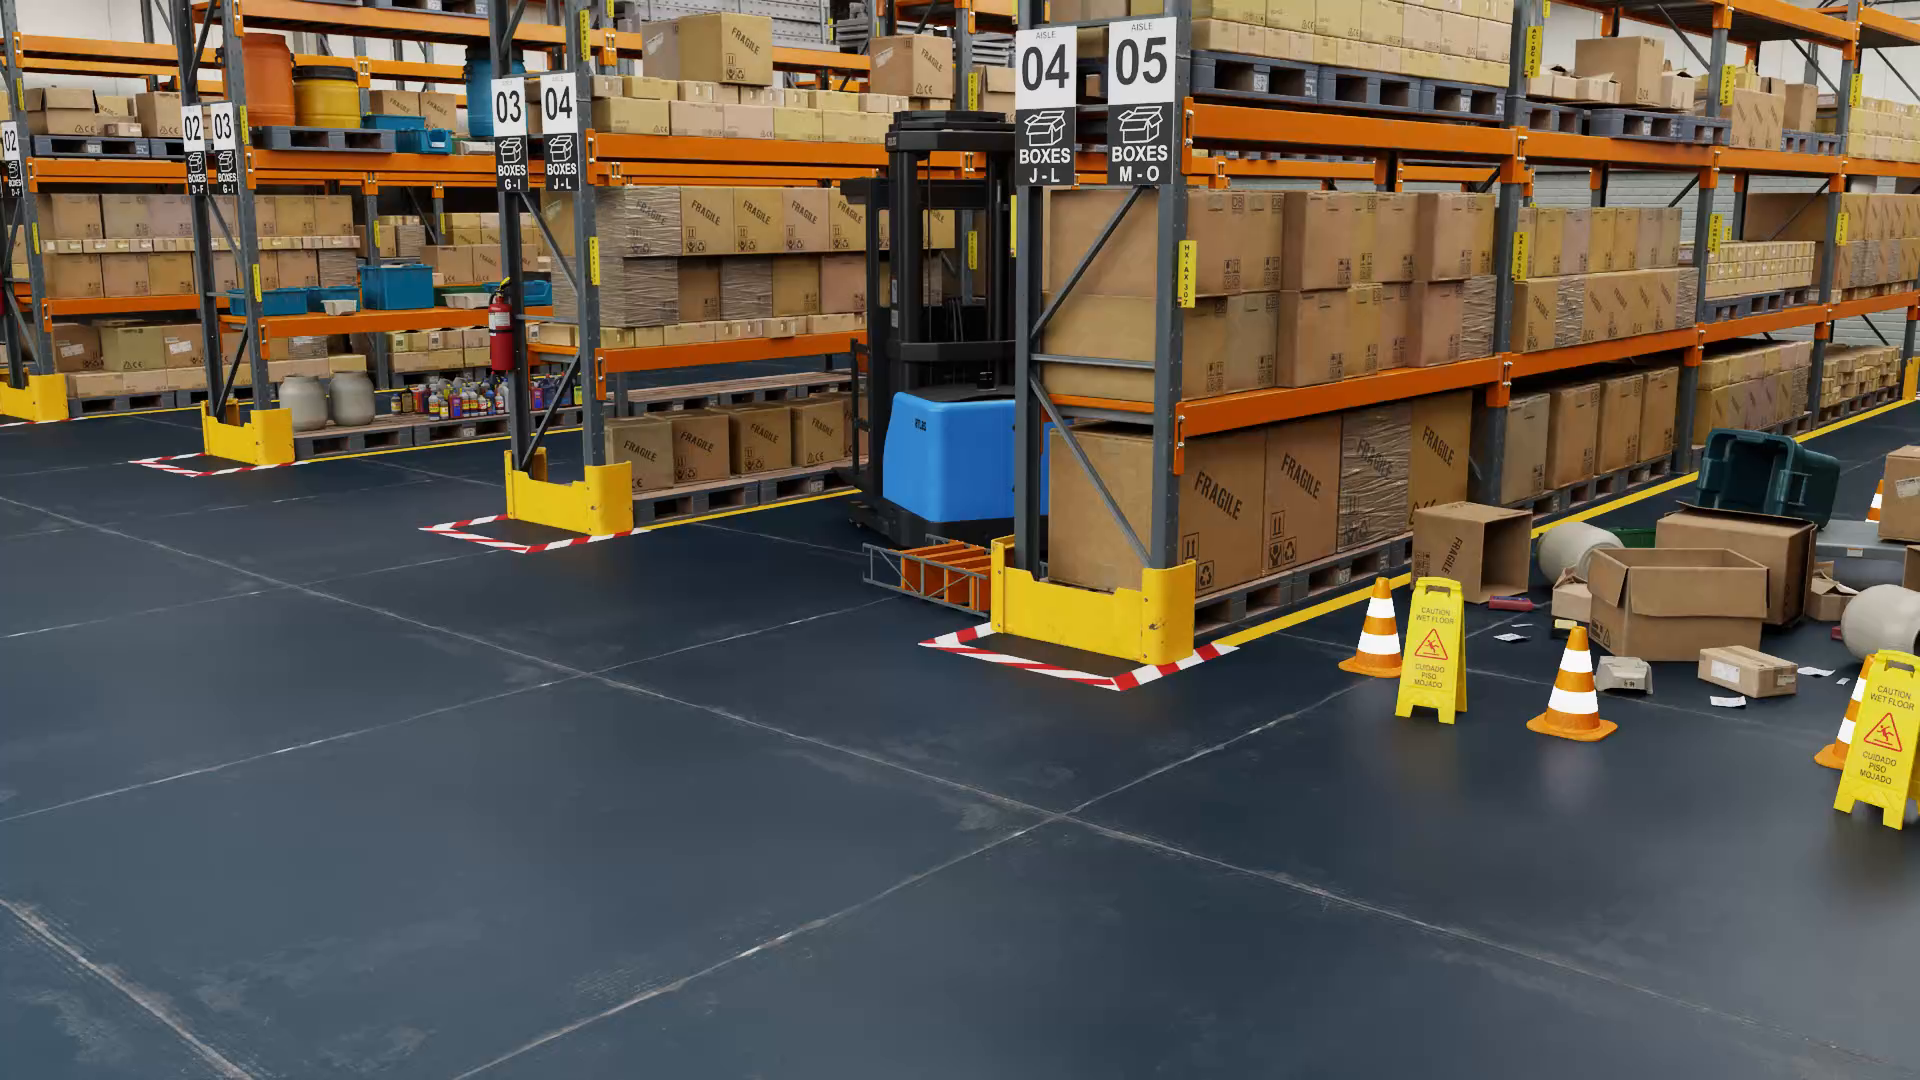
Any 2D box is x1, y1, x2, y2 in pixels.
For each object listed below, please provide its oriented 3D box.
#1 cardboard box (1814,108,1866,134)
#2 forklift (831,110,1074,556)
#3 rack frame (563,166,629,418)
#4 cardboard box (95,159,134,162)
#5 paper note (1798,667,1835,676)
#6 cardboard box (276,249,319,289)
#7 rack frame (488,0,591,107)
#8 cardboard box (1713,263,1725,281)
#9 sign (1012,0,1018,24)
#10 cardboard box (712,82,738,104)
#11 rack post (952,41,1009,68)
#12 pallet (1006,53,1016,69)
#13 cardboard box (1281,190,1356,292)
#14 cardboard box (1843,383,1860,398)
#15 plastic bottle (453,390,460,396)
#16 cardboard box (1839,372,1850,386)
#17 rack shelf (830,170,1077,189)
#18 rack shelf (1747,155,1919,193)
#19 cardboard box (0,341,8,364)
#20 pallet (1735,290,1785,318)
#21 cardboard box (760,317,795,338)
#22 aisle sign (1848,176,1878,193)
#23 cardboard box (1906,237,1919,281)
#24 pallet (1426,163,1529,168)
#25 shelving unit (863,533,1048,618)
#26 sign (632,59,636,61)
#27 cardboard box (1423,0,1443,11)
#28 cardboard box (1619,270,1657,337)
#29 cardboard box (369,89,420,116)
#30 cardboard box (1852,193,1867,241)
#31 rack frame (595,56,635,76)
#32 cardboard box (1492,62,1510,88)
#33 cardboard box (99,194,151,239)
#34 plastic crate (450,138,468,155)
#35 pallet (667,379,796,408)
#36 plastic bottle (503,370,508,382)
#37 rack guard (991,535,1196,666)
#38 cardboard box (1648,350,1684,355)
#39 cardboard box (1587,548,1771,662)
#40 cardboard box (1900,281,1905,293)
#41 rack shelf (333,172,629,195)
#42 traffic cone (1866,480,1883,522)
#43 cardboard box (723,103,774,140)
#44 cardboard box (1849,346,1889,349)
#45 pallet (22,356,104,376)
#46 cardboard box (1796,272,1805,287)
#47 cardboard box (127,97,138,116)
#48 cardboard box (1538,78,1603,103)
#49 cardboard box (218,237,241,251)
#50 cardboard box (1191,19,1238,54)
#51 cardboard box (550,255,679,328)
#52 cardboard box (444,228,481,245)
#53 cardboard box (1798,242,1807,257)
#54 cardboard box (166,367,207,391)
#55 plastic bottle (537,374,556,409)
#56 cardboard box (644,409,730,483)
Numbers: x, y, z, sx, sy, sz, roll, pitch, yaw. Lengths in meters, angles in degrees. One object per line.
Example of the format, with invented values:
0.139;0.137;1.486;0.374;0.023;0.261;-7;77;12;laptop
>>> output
9.131;-4.376;17.410;0.500;0.250;0.500;10;15;42;cardboard box
-0.214;-1.552;11.999;1.130;2.935;3.031;-4;12;-20;forklift
-4.027;-2.813;18.137;1.000;3.000;0.127;10;15;40;rack frame
-11.960;-5.445;23.348;0.500;0.500;0.500;8;14;36;cardboard box
4.299;0.657;8.375;0.142;0.019;0.148;-6;13;-28;paper note
-8.377;-3.359;20.613;0.700;0.500;0.500;10;15;40;cardboard box
-2.947;-4.526;11.397;1.000;3.000;0.127;10;15;40;rack frame
6.640;-2.419;14.974;0.380;0.149;0.250;11;16;43;cardboard box
0.314;-2.867;8.688;0.100;0.325;0.005;10;15;40;sign
-1.877;-3.333;12.444;0.380;0.149;0.250;10;15;40;cardboard box
0.013;-6.373;21.918;0.954;0.300;0.937;-10;15;-41;rack post
0.731;-6.518;22.871;1.003;0.211;1.213;10;15;40;pallet
1.752;-1.738;9.617;0.875;0.550;0.550;10;15;40;cardboard box
9.941;-1.710;18.819;0.380;0.149;0.250;9;15;39;cardboard box
-5.280;-1.465;17.407;0.097;0.201;0.097;0;11;0;plastic bottle
9.726;-1.825;18.639;0.380;0.149;0.250;11;16;43;cardboard box
-0.066;-4.814;22.334;1.077;0.370;4.000;10;15;40;rack shelf
9.954;-4.106;18.789;1.077;0.370;4.000;10;15;40;rack shelf
-13.209;-2.577;22.695;0.500;0.311;0.500;-11;15;-43;cardboard box
7.269;-2.308;16.096;1.003;0.211;1.213;10;15;40;pallet
-1.517;-1.680;13.107;0.380;0.149;0.250;10;15;40;cardboard box
11.097;-4.606;20.479;0.394;0.787;0.004;10;15;40;aisle sign
11.171;-3.378;19.949;0.500;0.500;0.500;10;15;41;cardboard box
7.133;-5.255;22.932;1.003;0.211;1.213;10;15;40;pallet
-0.028;0.199;9.964;0.503;0.258;1.200;-9;14;-38;shelving unit
-5.773;-8.641;29.414;0.100;0.325;0.005;10;15;40;sign
2.682;-3.266;10.025;0.380;0.149;0.250;10;15;41;cardboard box
5.237;-1.906;13.342;0.500;0.500;0.500;9;15;39;cardboard box
-7.309;-5.511;21.381;0.500;0.500;0.500;10;15;41;cardboard box
9.445;-3.492;17.968;0.500;0.500;0.500;9;15;39;cardboard box
-6.188;-8.213;29.856;1.000;3.000;0.127;10;15;40;rack frame
3.352;-3.024;10.850;0.380;0.149;0.250;10;15;40;cardboard box
-9.690;-3.704;19.028;0.700;0.500;0.500;9;15;39;cardboard box
-5.273;-3.983;16.878;0.336;0.188;0.450;10;15;40;plastic crate
-2.733;-1.747;19.917;1.003;0.211;1.213;10;15;40;pallet
-4.872;-1.665;18.028;0.144;0.351;0.185;10;15;42;plastic bottle
0.696;0.301;8.926;1.175;0.500;0.348;10;15;40;rack guard
6.573;-1.663;15.775;0.500;0.250;0.500;10;15;41;cardboard box
3.755;0.335;8.747;0.797;0.503;0.637;0;11;1;cardboard box
11.079;-3.043;19.928;0.380;0.149;0.250;10;15;40;cardboard box
-6.425;-4.866;22.596;1.077;0.370;4.000;10;15;40;rack shelf
6.345;-0.183;11.445;0.336;0.463;0.334;10;15;40;traffic cone
-1.769;-3.168;12.639;0.500;0.250;0.500;10;15;40;cardboard box
10.906;-2.242;19.963;0.380;0.149;0.250;10;15;41;cardboard box
-12.691;-2.443;23.403;1.003;0.211;1.213;10;15;40;pallet
8.349;-2.654;16.910;0.380;0.149;0.250;10;15;41;cardboard box
-11.596;-6.005;23.602;0.500;0.500;0.500;8;14;36;cardboard box
4.473;-3.292;12.190;0.380;0.149;0.250;10;15;40;cardboard box
-8.776;-3.527;19.802;0.380;0.149;0.250;10;15;42;cardboard box
1.179;-2.540;8.424;0.380;0.149;0.250;10;15;41;cardboard box
-2.563;-1.856;12.333;0.875;0.500;0.500;10;15;40;cardboard box
-8.316;-4.926;27.648;0.500;0.500;0.500;10;15;42;cardboard box
8.338;-2.944;16.843;0.380;0.149;0.250;9;15;39;cardboard box
-9.207;-1.921;19.618;0.500;0.250;0.500;10;15;40;cardboard box
-4.362;-1.570;17.551;0.144;0.351;0.185;9;14;38;plastic bottle
-2.153;-0.746;13.100;0.500;0.500;0.500;-7;13;-33;cardboard box
